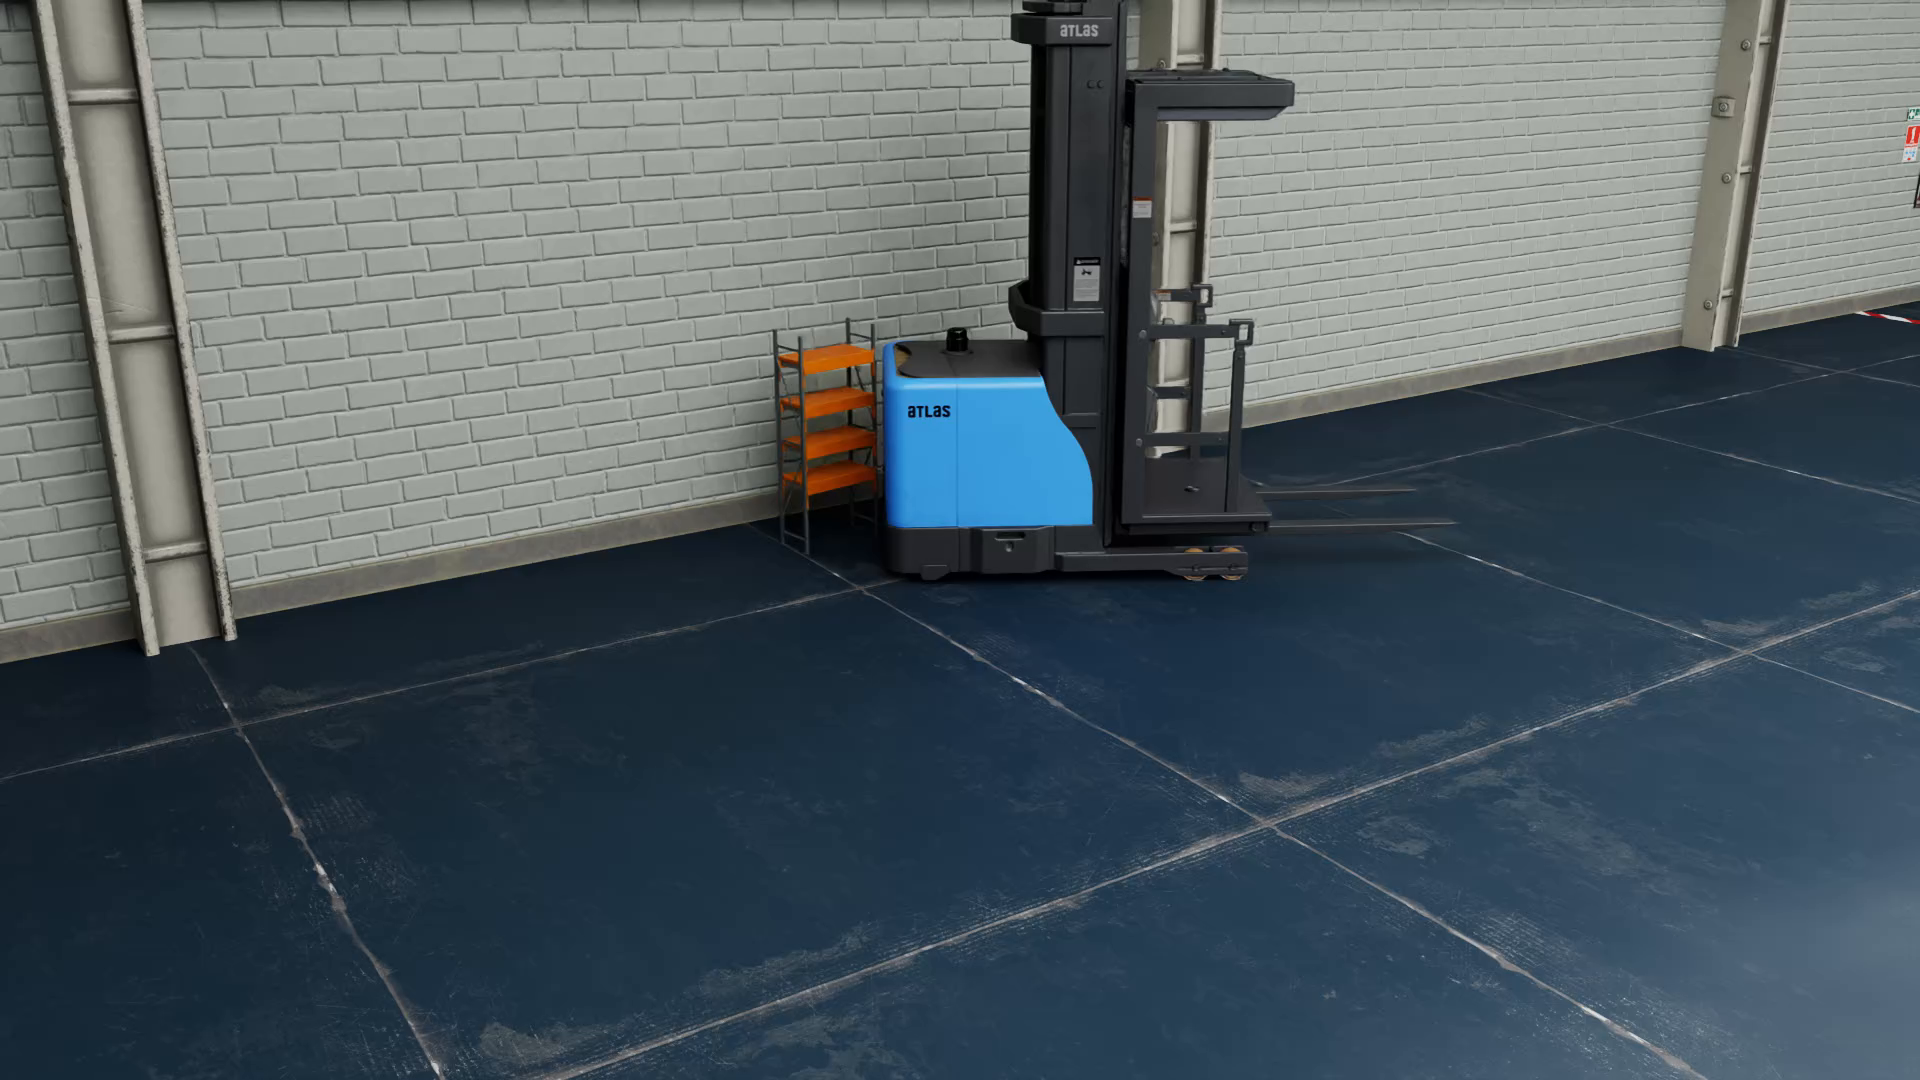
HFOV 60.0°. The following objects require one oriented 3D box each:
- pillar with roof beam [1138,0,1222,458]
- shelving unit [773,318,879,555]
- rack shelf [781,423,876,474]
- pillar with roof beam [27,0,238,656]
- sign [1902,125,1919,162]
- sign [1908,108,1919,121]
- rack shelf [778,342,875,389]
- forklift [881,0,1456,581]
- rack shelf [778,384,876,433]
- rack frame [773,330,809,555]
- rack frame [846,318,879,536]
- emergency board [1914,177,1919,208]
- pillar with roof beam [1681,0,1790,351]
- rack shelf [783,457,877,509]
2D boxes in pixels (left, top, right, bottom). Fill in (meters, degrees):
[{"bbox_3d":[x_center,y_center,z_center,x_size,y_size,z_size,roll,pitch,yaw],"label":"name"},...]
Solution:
[{"bbox_3d":[3.713,-3.708,6.161,0.400,9.000,9.100,-12,22,-31],"label":"pillar with roof beam"},{"bbox_3d":[-0.722,-0.567,9.048,0.503,1.200,0.258,-16,24,-39],"label":"shelving unit"},{"bbox_3d":[-0.722,-0.503,9.070,0.480,0.148,0.258,-16,24,-39],"label":"rack shelf"},{"bbox_3d":[-1.299,-2.651,3.035,0.400,9.000,9.100,-12,22,-31],"label":"pillar with roof beam"},{"bbox_3d":[8.764,-3.653,15.310,0.234,0.329,0.001,-12,22,-31],"label":"sign"},{"bbox_3d":[8.772,-3.902,15.221,0.331,0.109,0.001,-12,22,-31],"label":"sign"},{"bbox_3d":[-0.722,-0.939,8.923,0.480,0.148,0.258,-16,24,-39],"label":"rack shelf"},{"bbox_3d":[1.099,-1.344,8.645,3.031,2.935,1.130,-1,19,-3],"label":"forklift"},{"bbox_3d":[-0.722,-0.715,8.998,0.480,0.148,0.258,-16,24,-39],"label":"rack shelf"},{"bbox_3d":[-0.903,-0.515,8.894,0.015,1.200,0.240,-16,24,-39],"label":"rack frame"},{"bbox_3d":[-0.540,-0.619,9.203,0.015,1.200,0.240,-16,24,-39],"label":"rack frame"},{"bbox_3d":[9.265,-3.709,15.532,0.626,1.169,0.157,-12,22,-31],"label":"emergency board"},{"bbox_3d":[8.724,-4.764,9.287,0.400,9.000,9.100,-12,22,-31],"label":"pillar with roof beam"},{"bbox_3d":[-0.722,-0.315,9.134,0.480,0.148,0.258,-16,24,-39],"label":"rack shelf"}]
